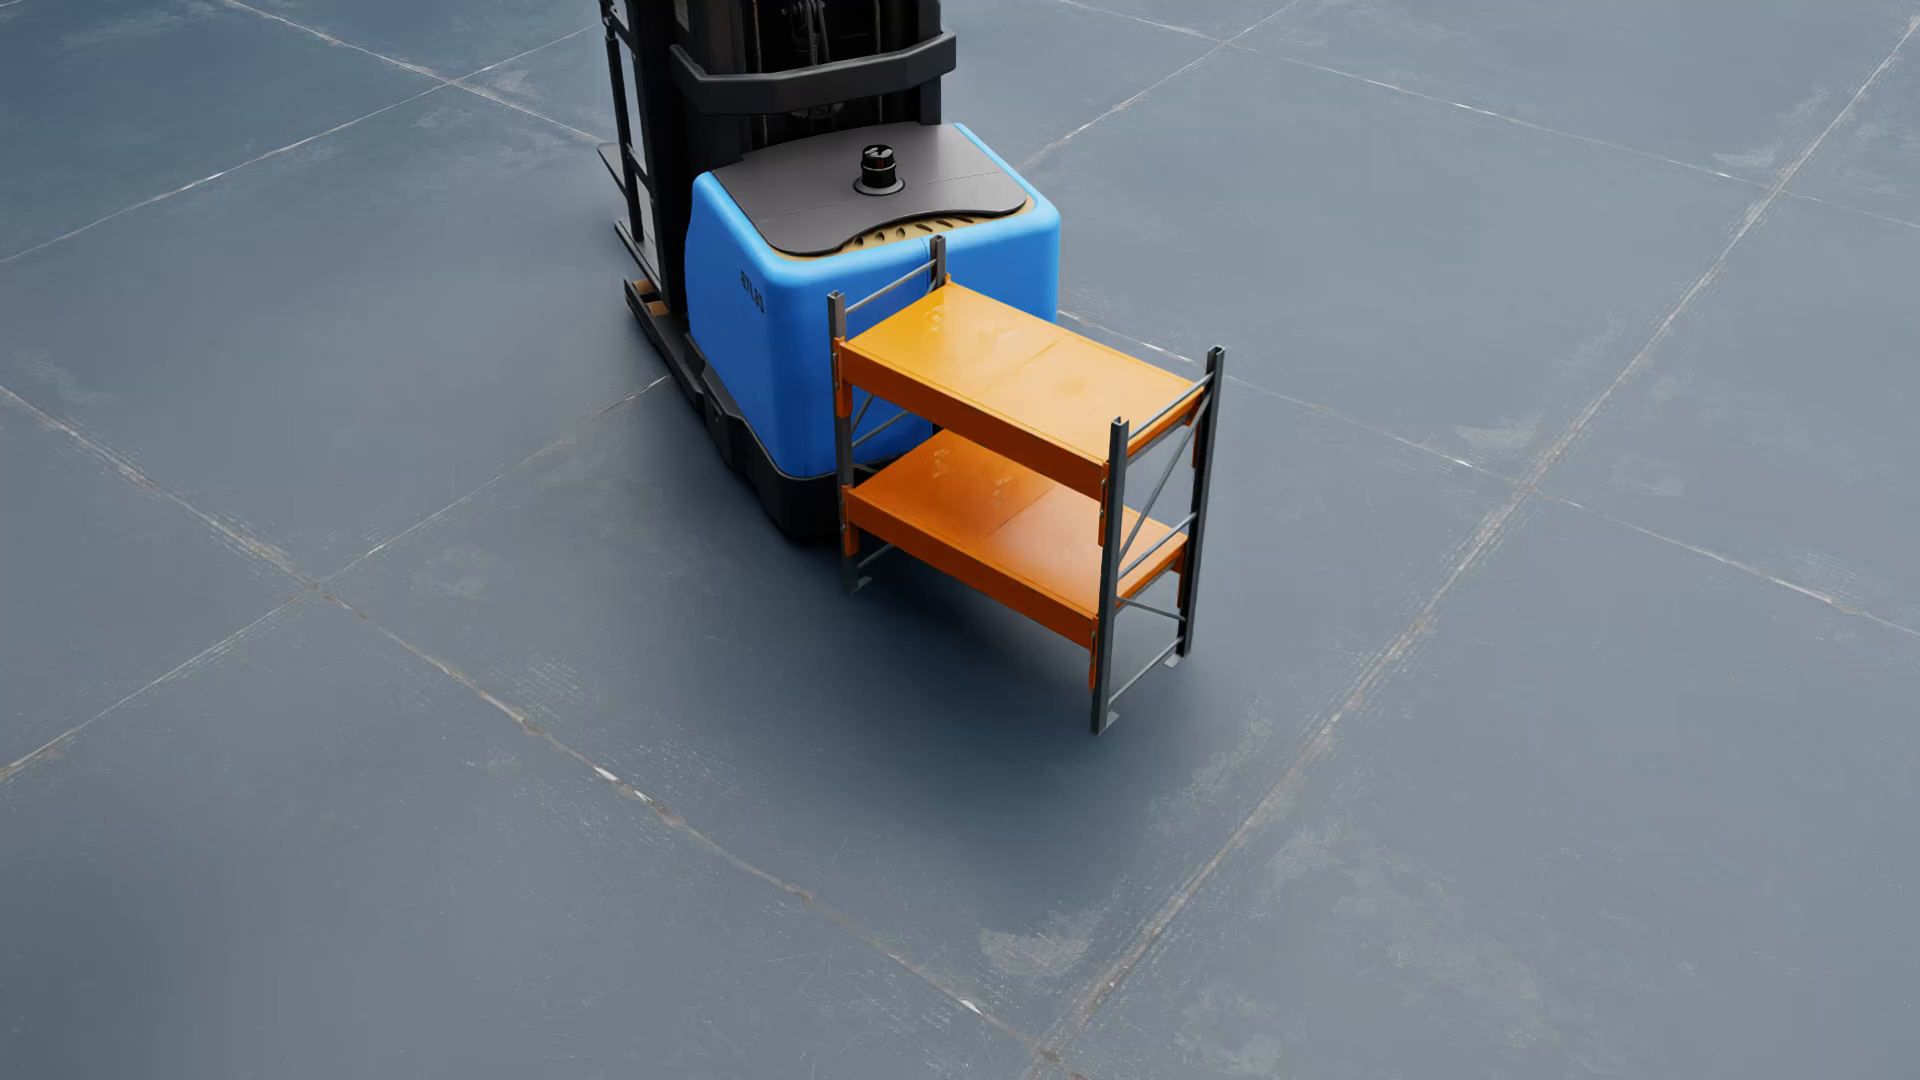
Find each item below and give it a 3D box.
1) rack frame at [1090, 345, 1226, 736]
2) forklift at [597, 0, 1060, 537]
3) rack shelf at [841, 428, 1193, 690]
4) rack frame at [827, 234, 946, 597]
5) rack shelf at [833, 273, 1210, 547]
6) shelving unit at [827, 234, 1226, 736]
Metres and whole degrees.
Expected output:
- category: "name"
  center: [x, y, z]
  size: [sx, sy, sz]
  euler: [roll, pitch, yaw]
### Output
- category: "rack frame"
  center: [0.564, 0.024, 4.807]
  size: [0.032, 1.125, 0.500]
  euler: [27, 46, 30]
- category: "forklift"
  center: [-0.739, -2.068, 6.013]
  size: [1.130, 2.935, 3.031]
  euler: [-16, 41, -20]
- category: "rack shelf"
  center: [0.174, 0.015, 5.216]
  size: [1.000, 0.278, 0.538]
  euler: [27, 46, 30]
- category: "rack frame"
  center: [-0.215, -0.380, 5.322]
  size: [0.032, 1.125, 0.500]
  euler: [27, 46, 30]
- category: "rack shelf"
  center: [0.174, -0.408, 4.884]
  size: [1.000, 0.278, 0.538]
  euler: [27, 46, 30]
- category: "shelving unit"
  center: [0.174, -0.178, 5.065]
  size: [1.048, 1.125, 0.538]
  euler: [27, 46, 30]
